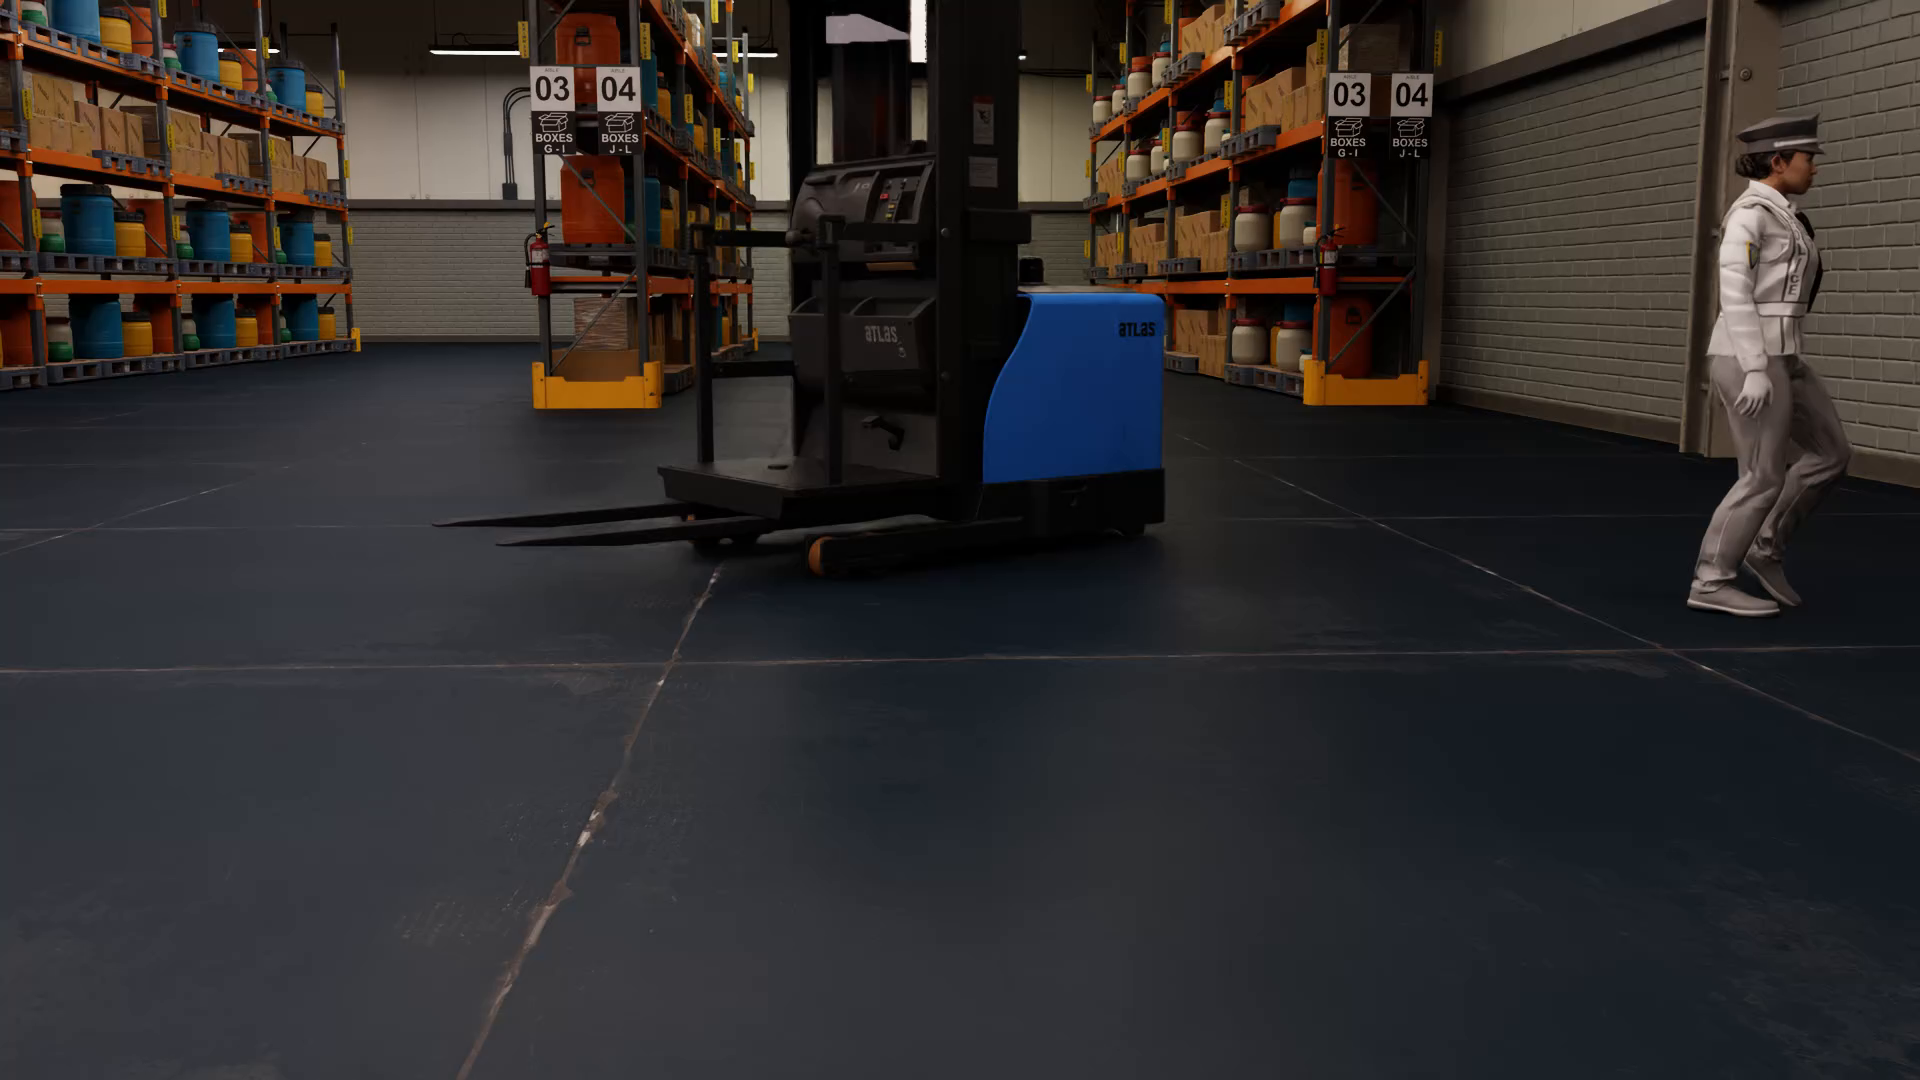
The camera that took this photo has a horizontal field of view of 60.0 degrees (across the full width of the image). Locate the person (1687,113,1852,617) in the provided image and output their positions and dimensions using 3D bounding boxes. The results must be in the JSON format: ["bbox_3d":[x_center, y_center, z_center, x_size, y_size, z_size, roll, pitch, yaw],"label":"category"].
[{"bbox_3d":[2.730,-0.562,5.544,0.450,1.671,0.599,5,10,31],"label":"person"}]

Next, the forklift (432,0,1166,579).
[{"bbox_3d":[-0.569,-1.387,6.675,3.031,2.935,1.130,-6,11,-37],"label":"forklift"}]
